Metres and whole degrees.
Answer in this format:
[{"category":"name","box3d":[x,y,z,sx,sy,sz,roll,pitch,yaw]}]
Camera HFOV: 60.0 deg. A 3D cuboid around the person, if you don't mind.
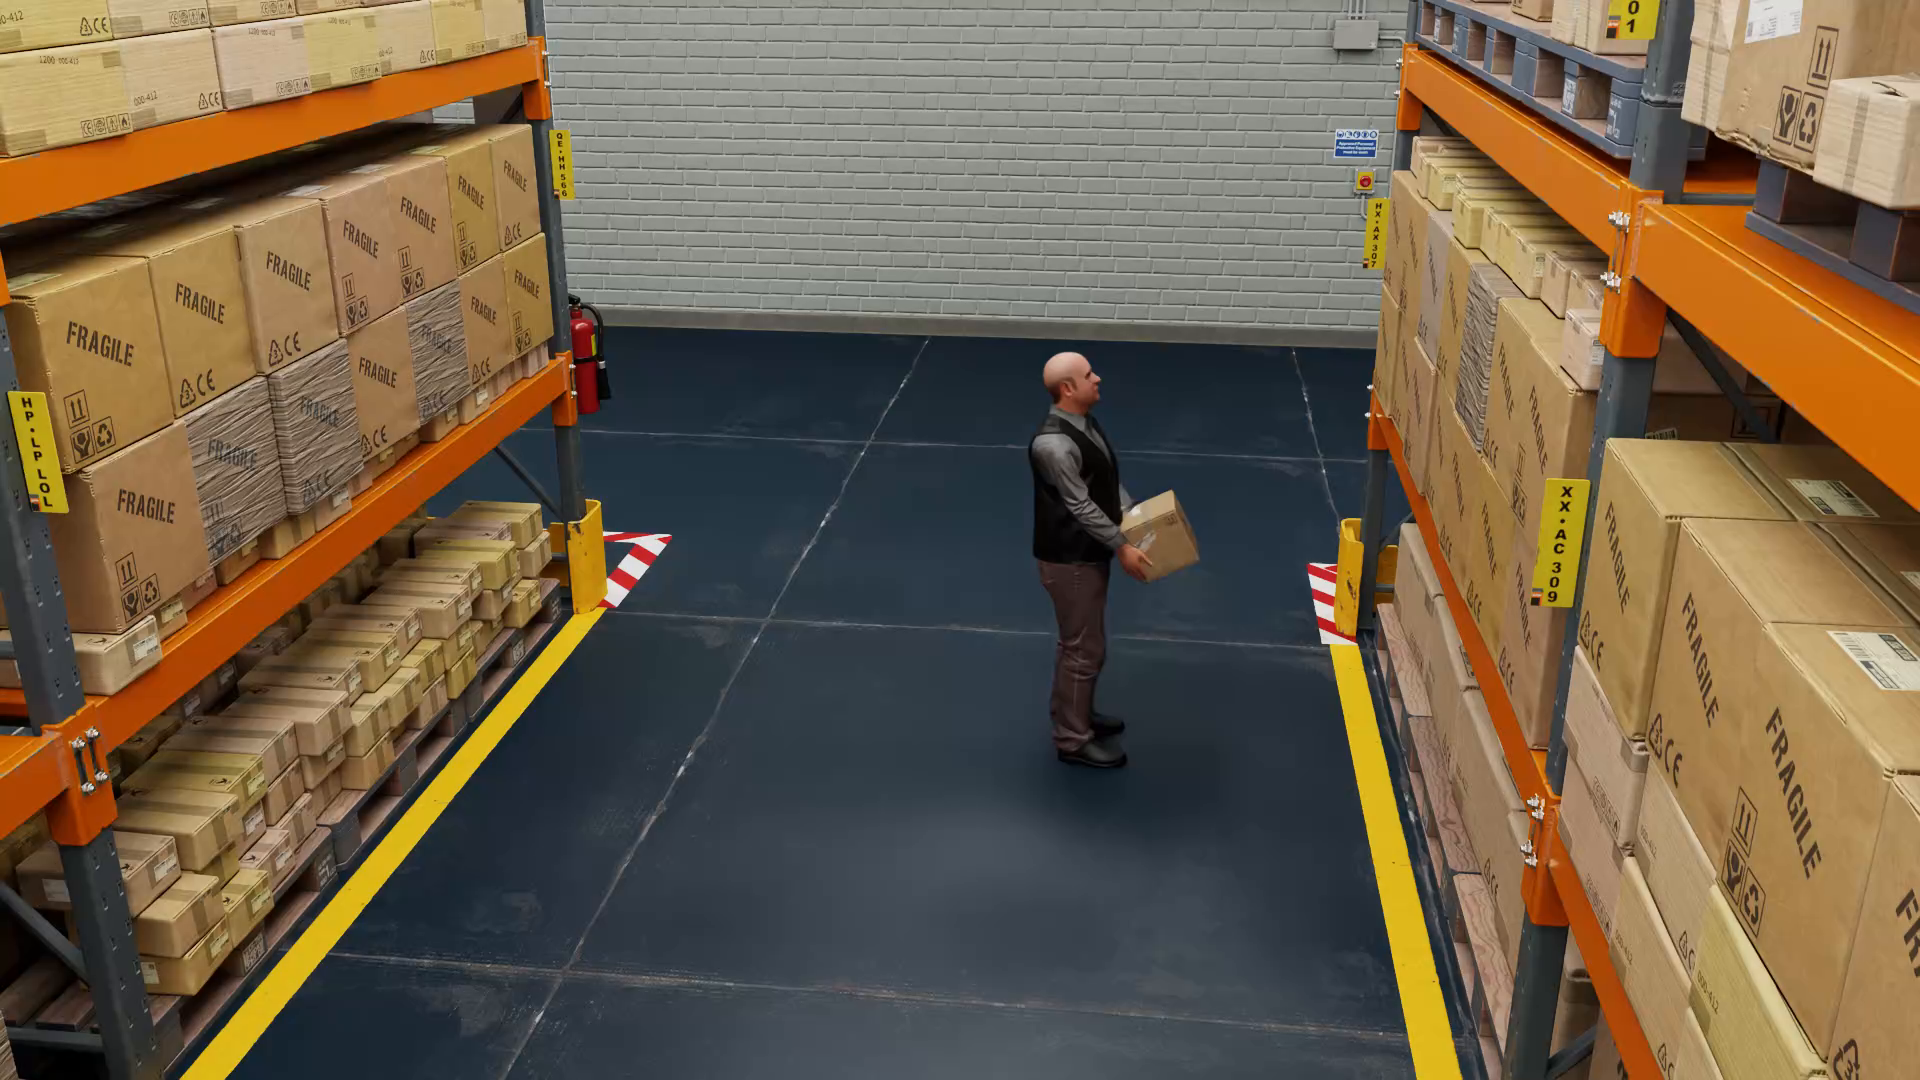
[{"category":"person","box3d":[0.566,0.073,6.921,0.539,1.724,0.502,6,22,15]}]
